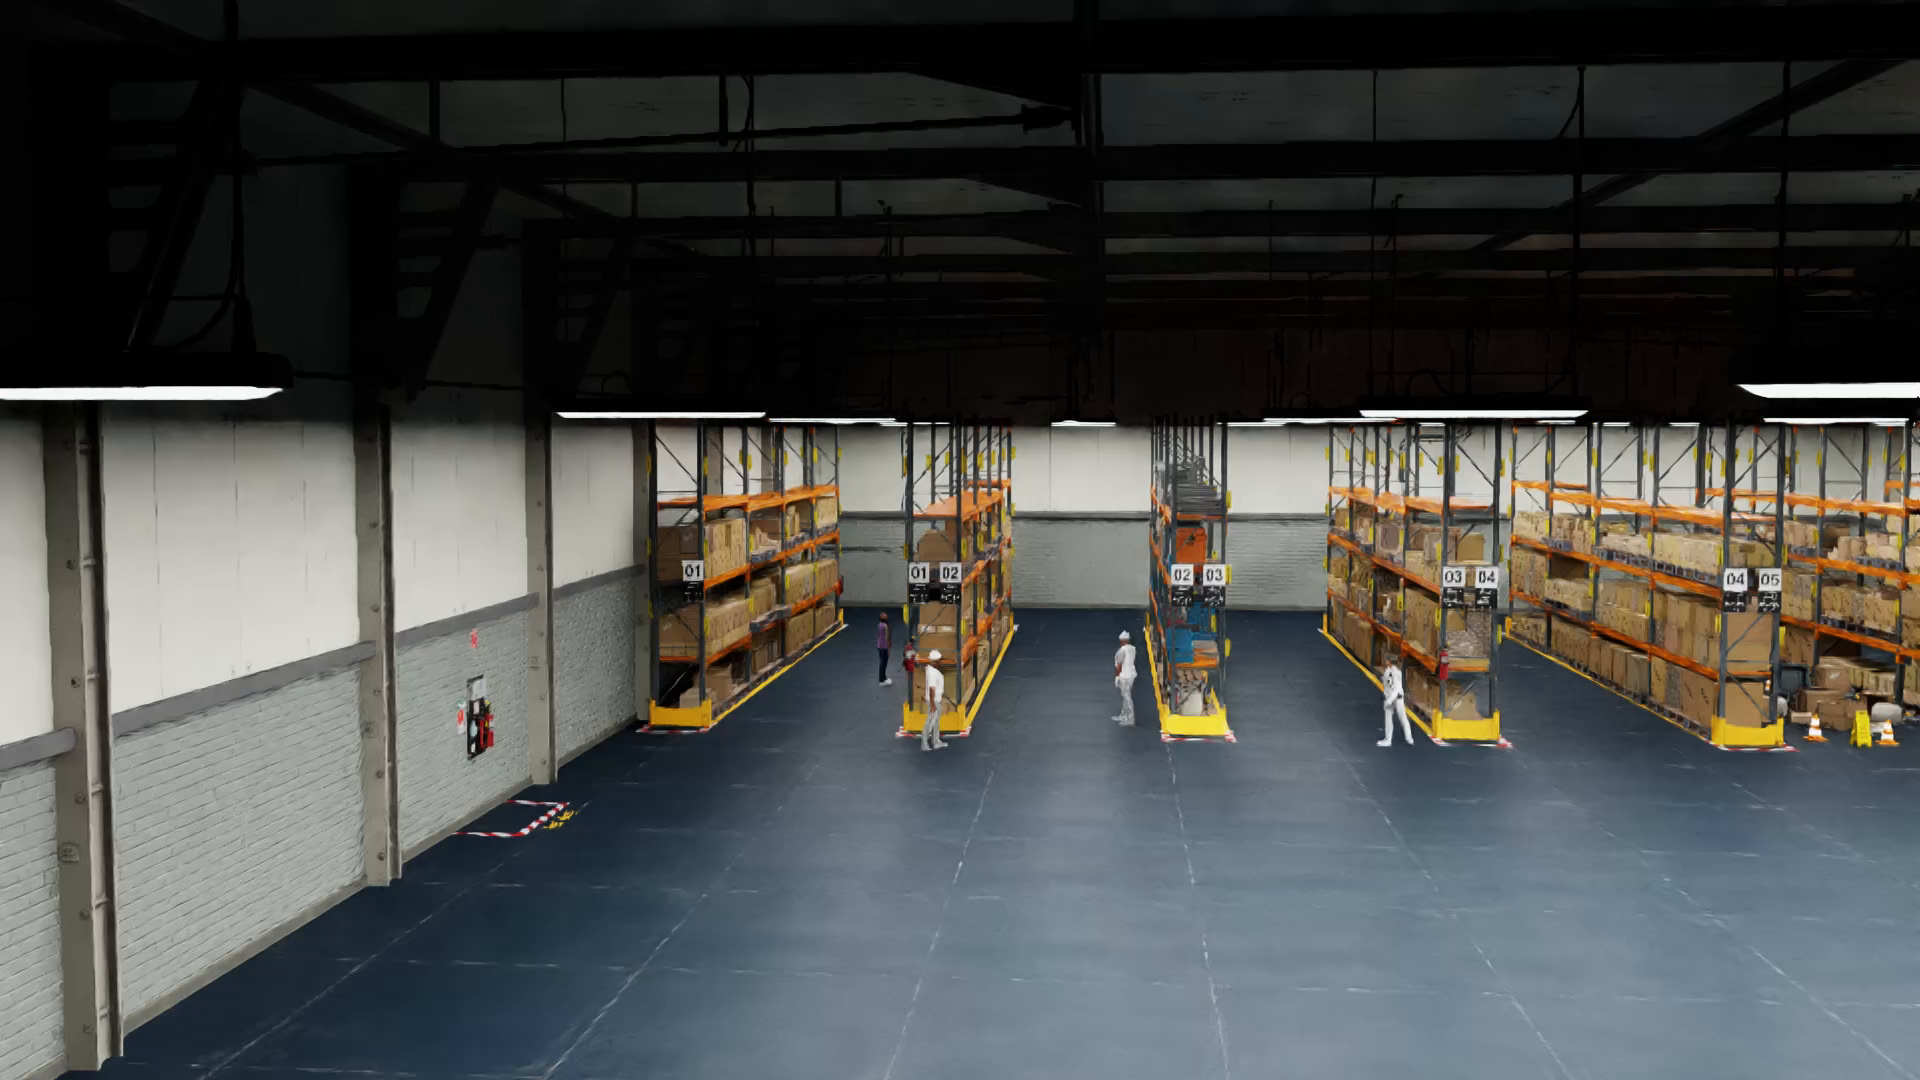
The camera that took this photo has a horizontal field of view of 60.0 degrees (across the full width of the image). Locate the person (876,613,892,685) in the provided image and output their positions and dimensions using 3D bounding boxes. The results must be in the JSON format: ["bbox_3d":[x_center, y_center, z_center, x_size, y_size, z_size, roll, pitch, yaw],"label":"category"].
[{"bbox_3d":[-1.669,2.416,37.095,0.401,1.597,0.465,-2,4,-27],"label":"person"}]

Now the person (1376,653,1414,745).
[{"bbox_3d":[7.881,2.870,30.097,0.681,1.657,0.496,-2,4,-23],"label":"person"}]

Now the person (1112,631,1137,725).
[{"bbox_3d":[3.175,2.648,32.210,0.589,1.782,0.672,2,4,29],"label":"person"}]

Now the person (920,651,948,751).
[{"bbox_3d":[-0.454,2.841,29.613,0.500,1.765,0.737,0,4,-1],"label":"person"}]
